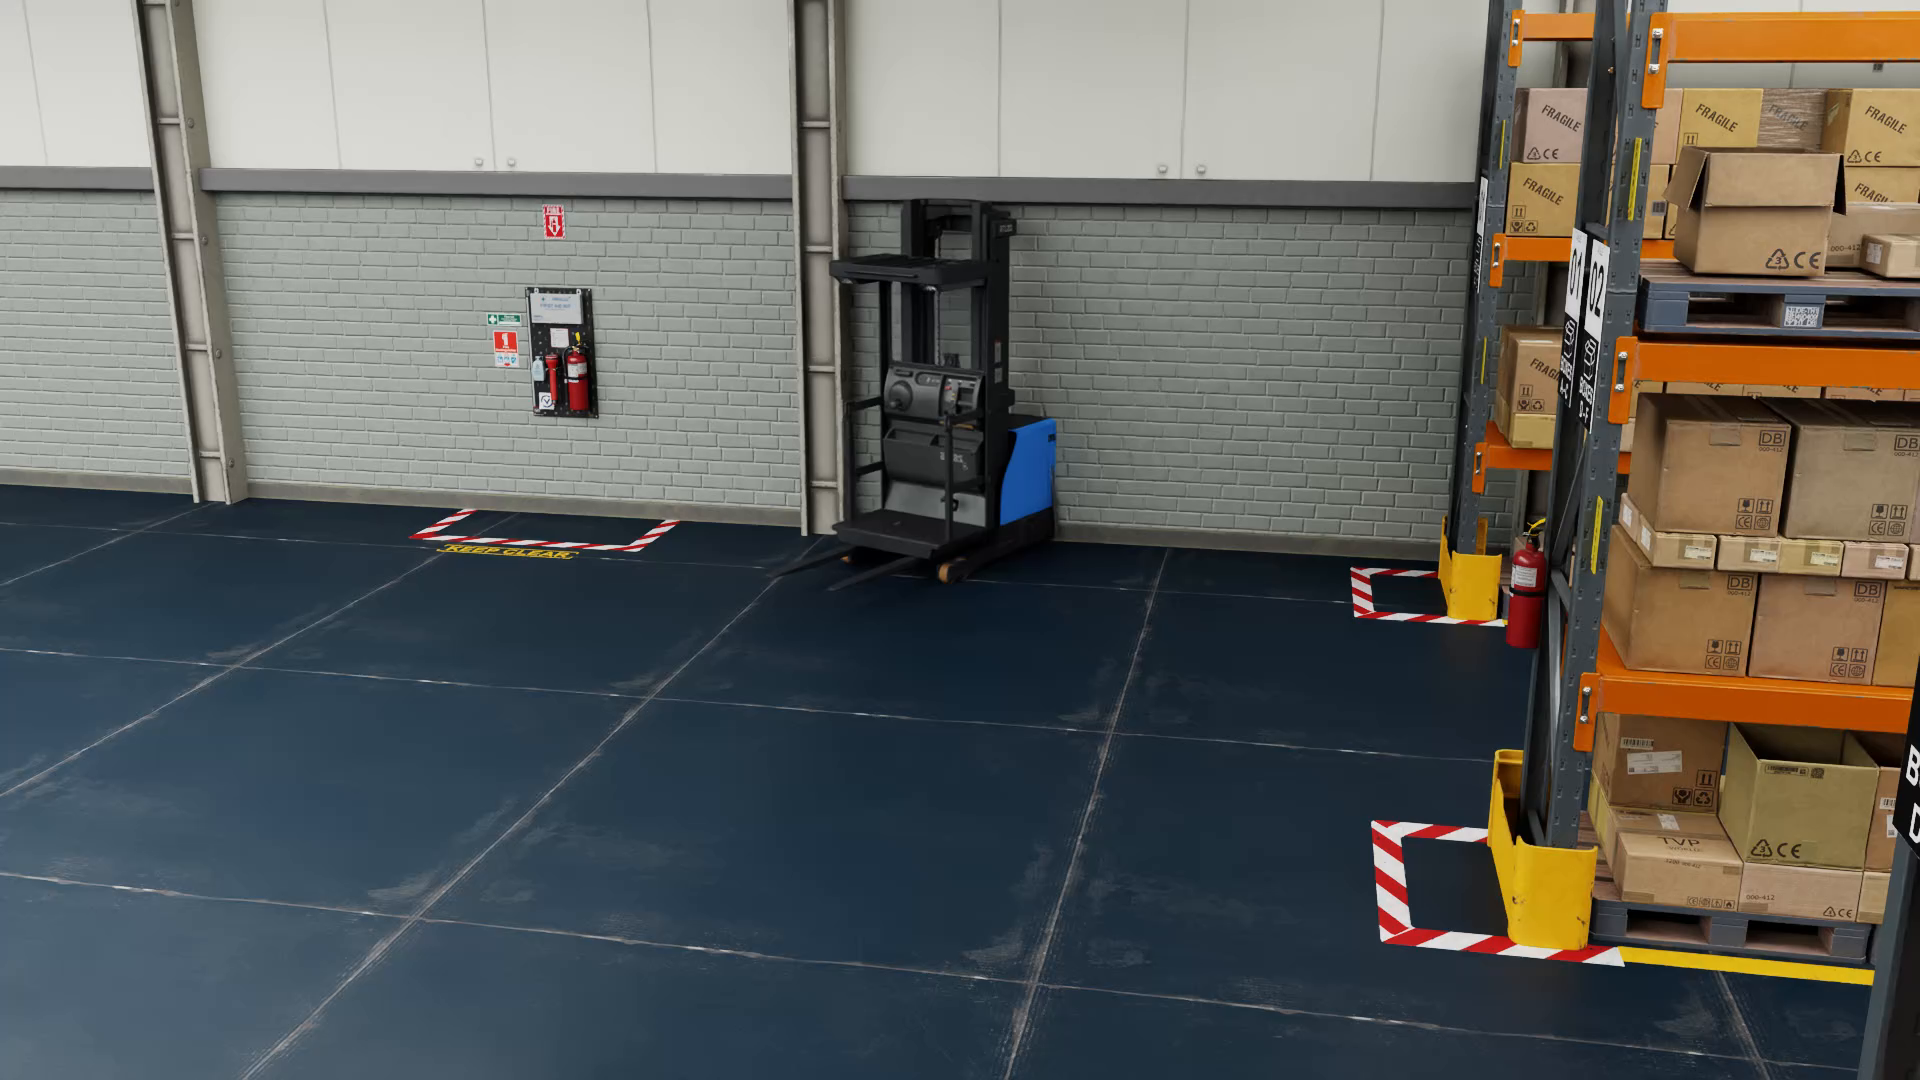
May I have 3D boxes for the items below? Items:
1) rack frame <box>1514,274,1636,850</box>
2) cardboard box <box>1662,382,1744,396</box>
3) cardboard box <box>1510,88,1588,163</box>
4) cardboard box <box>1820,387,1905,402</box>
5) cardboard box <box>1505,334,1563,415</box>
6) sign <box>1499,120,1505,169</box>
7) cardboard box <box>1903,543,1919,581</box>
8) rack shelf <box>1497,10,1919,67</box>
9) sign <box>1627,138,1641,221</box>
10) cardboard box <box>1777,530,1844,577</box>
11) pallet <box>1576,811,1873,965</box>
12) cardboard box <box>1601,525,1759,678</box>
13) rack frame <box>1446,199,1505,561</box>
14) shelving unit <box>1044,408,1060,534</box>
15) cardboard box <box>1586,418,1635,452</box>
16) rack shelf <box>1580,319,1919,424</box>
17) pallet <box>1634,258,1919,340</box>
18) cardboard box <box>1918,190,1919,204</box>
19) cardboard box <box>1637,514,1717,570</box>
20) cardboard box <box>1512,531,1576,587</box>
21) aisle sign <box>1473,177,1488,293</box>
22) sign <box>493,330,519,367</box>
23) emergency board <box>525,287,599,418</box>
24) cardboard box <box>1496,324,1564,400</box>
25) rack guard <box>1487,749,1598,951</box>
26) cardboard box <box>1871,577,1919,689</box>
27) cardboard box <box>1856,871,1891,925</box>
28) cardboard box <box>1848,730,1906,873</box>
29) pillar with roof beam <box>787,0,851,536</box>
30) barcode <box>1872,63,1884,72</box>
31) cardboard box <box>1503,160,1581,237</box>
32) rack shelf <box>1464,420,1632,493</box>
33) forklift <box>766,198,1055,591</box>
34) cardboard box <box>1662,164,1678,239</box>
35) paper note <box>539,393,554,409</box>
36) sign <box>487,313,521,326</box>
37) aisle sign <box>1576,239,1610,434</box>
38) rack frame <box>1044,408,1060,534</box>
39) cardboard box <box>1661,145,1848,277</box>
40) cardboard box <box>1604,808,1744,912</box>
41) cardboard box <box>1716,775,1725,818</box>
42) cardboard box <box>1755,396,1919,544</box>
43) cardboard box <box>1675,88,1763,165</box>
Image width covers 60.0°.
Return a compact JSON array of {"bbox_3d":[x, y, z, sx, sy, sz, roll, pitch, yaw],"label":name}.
[{"bbox_3d":[2.865,0.289,7.829,0.127,3.000,1.000,3,16,11],"label":"rack frame"},{"bbox_3d":[5.244,-1.143,11.840,0.500,0.500,0.500,3,16,9],"label":"cardboard box"},{"bbox_3d":[4.177,-2.908,11.654,0.500,0.500,0.500,2,16,7],"label":"cardboard box"},{"bbox_3d":[6.261,-1.092,11.653,0.500,0.500,0.500,3,16,9],"label":"cardboard box"},{"bbox_3d":[4.256,-1.201,12.049,0.500,0.500,0.500,3,16,11],"label":"cardboard box"},{"bbox_3d":[3.740,-2.732,11.478,0.005,0.325,0.100,3,16,11],"label":"sign"},{"bbox_3d":[4.218,0.060,7.253,0.250,0.149,0.380,3,16,9],"label":"cardboard box"},{"bbox_3d":[5.808,-3.443,11.419,4.000,0.370,1.077,3,16,11],"label":"rack shelf"},{"bbox_3d":[2.748,-1.471,6.778,0.005,0.325,0.100,3,16,11],"label":"sign"},{"bbox_3d":[3.710,0.033,7.353,0.250,0.149,0.380,3,16,11],"label":"cardboard box"},{"bbox_3d":[3.622,1.663,8.093,1.213,0.211,1.003,3,16,11],"label":"pallet"},{"bbox_3d":[3.320,0.269,7.713,0.500,0.500,0.700,3,16,11],"label":"cardboard box"},{"bbox_3d":[3.848,-1.007,12.507,0.127,3.000,1.000,3,16,11],"label":"rack frame"},{"bbox_3d":[0.232,-0.766,14.432,1.048,1.500,0.538,-7,8,-7],"label":"shelving unit"},{"bbox_3d":[4.775,-0.811,12.045,0.500,0.250,0.500,3,16,9],"label":"cardboard box"},{"bbox_3d":[4.825,-0.703,7.140,4.000,0.370,1.077,3,16,11],"label":"rack shelf"},{"bbox_3d":[3.552,-1.069,7.280,1.213,0.211,1.003,3,16,11],"label":"pallet"},{"bbox_3d":[6.731,-2.290,11.296,0.500,0.500,0.500,2,16,6],"label":"cardboard box"},{"bbox_3d":[3.206,0.006,7.450,0.250,0.149,0.380,3,16,11],"label":"cardboard box"},{"bbox_3d":[4.508,0.137,12.590,0.500,0.311,0.500,1,16,5],"label":"cardboard box"},{"bbox_3d":[3.718,-2.185,11.891,0.004,0.787,0.394,3,16,11],"label":"aisle sign"},{"bbox_3d":[-4.108,-1.730,15.052,0.234,0.329,0.001,3,16,11],"label":"sign"},{"bbox_3d":[-3.587,-1.656,14.853,0.643,1.169,0.194,3,16,11],"label":"emergency board"},{"bbox_3d":[4.352,-1.336,12.535,0.500,0.500,0.500,3,16,10],"label":"cardboard box"},{"bbox_3d":[2.841,1.493,8.167,0.348,0.500,1.175,3,16,11],"label":"rack guard"},{"bbox_3d":[4.321,0.324,7.516,0.500,0.500,0.700,3,16,11],"label":"cardboard box"},{"bbox_3d":[4.326,1.551,7.637,0.500,0.250,0.500,3,16,11],"label":"cardboard box"},{"bbox_3d":[4.329,1.187,7.548,0.500,0.500,0.500,3,16,11],"label":"cardboard box"},{"bbox_3d":[-2.031,-3.280,9.476,0.400,9.000,9.100,3,16,11],"label":"pillar with roof beam"},{"bbox_3d":[6.492,-3.341,11.758,0.075,0.075,0.001,3,16,11],"label":"barcode"},{"bbox_3d":[4.126,-2.427,11.791,0.500,0.500,0.500,4,16,13],"label":"cardboard box"},{"bbox_3d":[5.808,-0.554,12.219,4.000,0.370,1.077,3,16,11],"label":"rack shelf"},{"bbox_3d":[-0.340,-1.209,13.366,1.130,2.935,3.031,11,19,33],"label":"forklift"},{"bbox_3d":[5.155,-2.362,11.558,0.500,0.500,0.500,4,16,14],"label":"cardboard box"},{"bbox_3d":[-3.747,-1.259,15.070,0.142,0.148,0.016,3,16,11],"label":"paper note"},{"bbox_3d":[-4.106,-1.983,14.972,0.331,0.109,0.001,3,16,11],"label":"sign"},{"bbox_3d":[2.739,-0.887,7.205,0.004,0.787,0.394,3,16,11],"label":"aisle sign"},{"bbox_3d":[0.733,-0.827,14.496,0.032,1.500,0.500,-7,8,-7],"label":"rack frame"},{"bbox_3d":[3.427,-1.444,7.225,0.637,0.503,0.797,4,16,15],"label":"cardboard box"},{"bbox_3d":[3.346,1.499,7.826,0.500,0.250,0.500,3,16,11],"label":"cardboard box"},{"bbox_3d":[3.941,1.387,8.231,0.500,0.250,0.500,3,16,11],"label":"cardboard box"},{"bbox_3d":[3.888,-0.327,7.434,0.500,0.500,0.700,3,16,10],"label":"cardboard box"},{"bbox_3d":[5.163,-2.844,11.422,0.500,0.500,0.500,4,16,13],"label":"cardboard box"}]
